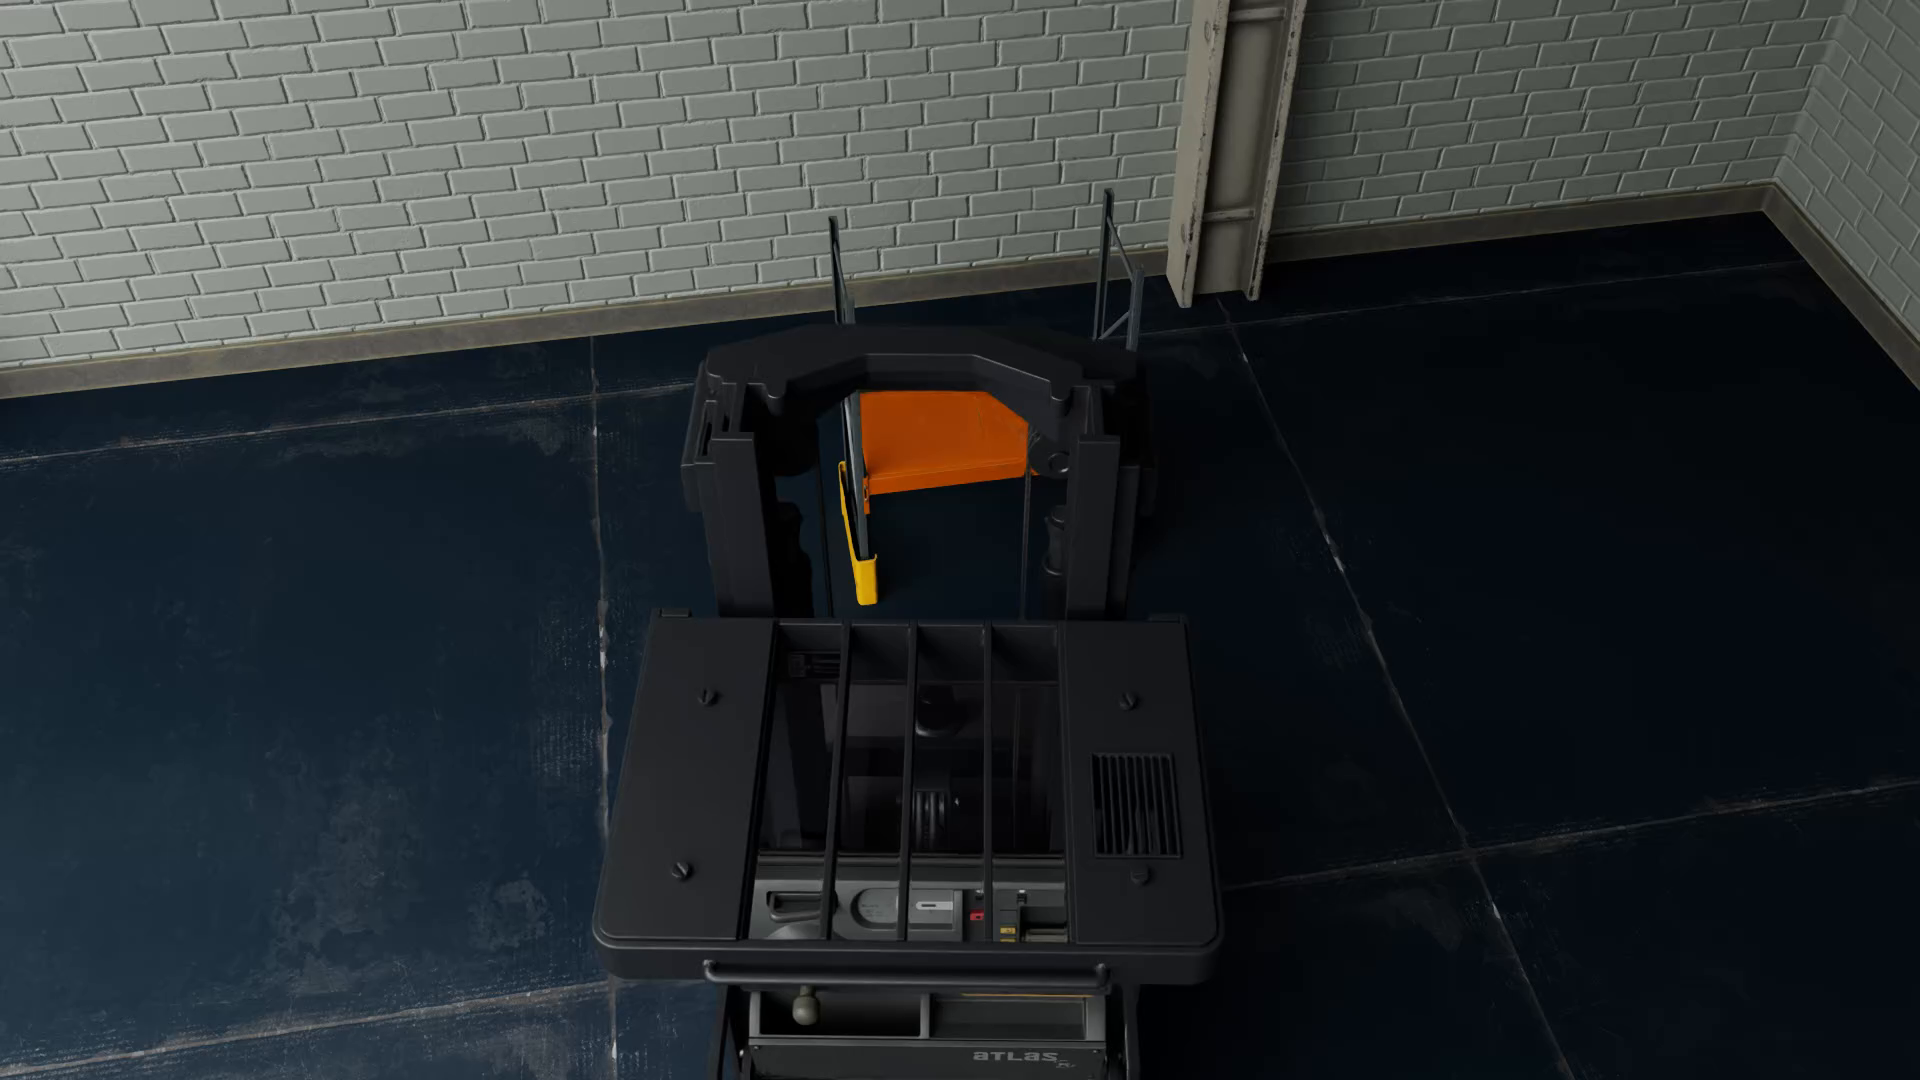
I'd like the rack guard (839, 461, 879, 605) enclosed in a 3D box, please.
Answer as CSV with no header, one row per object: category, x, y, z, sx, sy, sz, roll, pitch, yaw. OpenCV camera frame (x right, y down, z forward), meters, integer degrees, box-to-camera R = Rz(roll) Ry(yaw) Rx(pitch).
rack guard,-0.416,-0.035,6.803,0.087,0.250,0.587,-7,46,-7

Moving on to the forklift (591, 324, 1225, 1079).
forklift,-0.084,1.075,3.873,1.130,2.935,3.031,0,46,0

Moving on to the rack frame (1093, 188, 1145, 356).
rack frame,0.585,-0.593,6.473,0.032,1.500,0.500,-7,46,-7

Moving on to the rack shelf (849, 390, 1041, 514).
rack shelf,0.084,-0.406,6.543,1.000,0.185,0.538,-7,46,-7

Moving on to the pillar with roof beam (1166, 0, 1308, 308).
pillar with roof beam,1.967,-1.320,1.966,0.400,9.000,9.100,-7,46,-7

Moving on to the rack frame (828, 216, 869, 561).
rack frame,-0.417,-0.468,6.353,0.032,1.500,0.500,-7,46,-7

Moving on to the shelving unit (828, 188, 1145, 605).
shelving unit,0.075,-0.530,6.412,1.083,1.500,0.587,-7,46,-7
